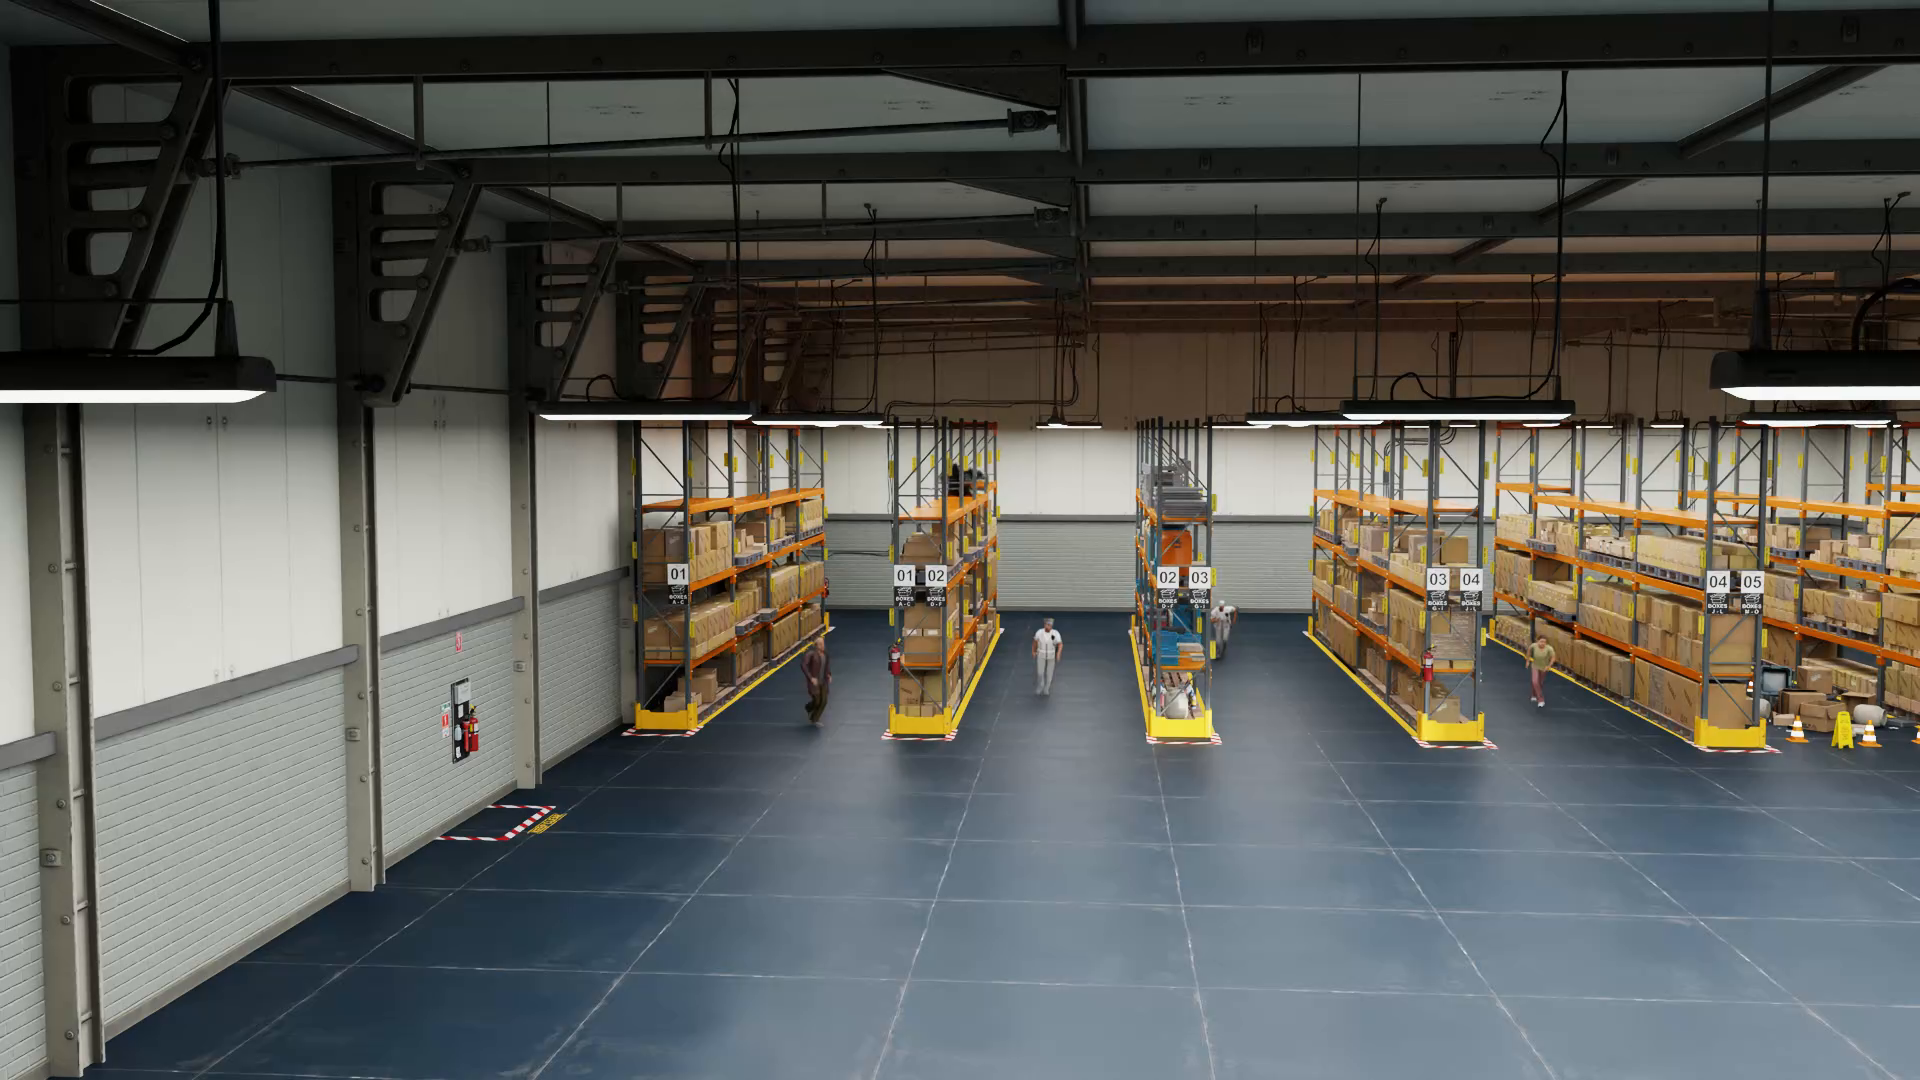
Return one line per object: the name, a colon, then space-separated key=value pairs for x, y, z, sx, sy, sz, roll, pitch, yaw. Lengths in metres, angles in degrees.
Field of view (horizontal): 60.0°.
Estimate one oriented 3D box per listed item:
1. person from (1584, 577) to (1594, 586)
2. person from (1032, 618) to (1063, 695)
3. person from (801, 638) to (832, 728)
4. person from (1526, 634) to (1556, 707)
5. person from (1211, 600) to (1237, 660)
person: x=17.218 y=1.883 z=45.455 sx=0.698 sy=1.761 sz=0.906 roll=-1 pitch=4 yaw=-21
person: x=1.884 y=2.519 z=35.834 sx=0.654 sy=1.697 sz=0.803 roll=0 pitch=4 yaw=-1
person: x=-2.833 y=2.758 z=32.368 sx=0.705 sy=1.733 sz=0.649 roll=-3 pitch=5 yaw=-38
person: x=12.114 y=2.678 z=34.727 sx=0.582 sy=1.517 sz=1.055 roll=1 pitch=4 yaw=16
person: x=6.609 y=2.246 z=41.678 sx=0.647 sy=1.548 sz=0.919 roll=1 pitch=4 yaw=11
